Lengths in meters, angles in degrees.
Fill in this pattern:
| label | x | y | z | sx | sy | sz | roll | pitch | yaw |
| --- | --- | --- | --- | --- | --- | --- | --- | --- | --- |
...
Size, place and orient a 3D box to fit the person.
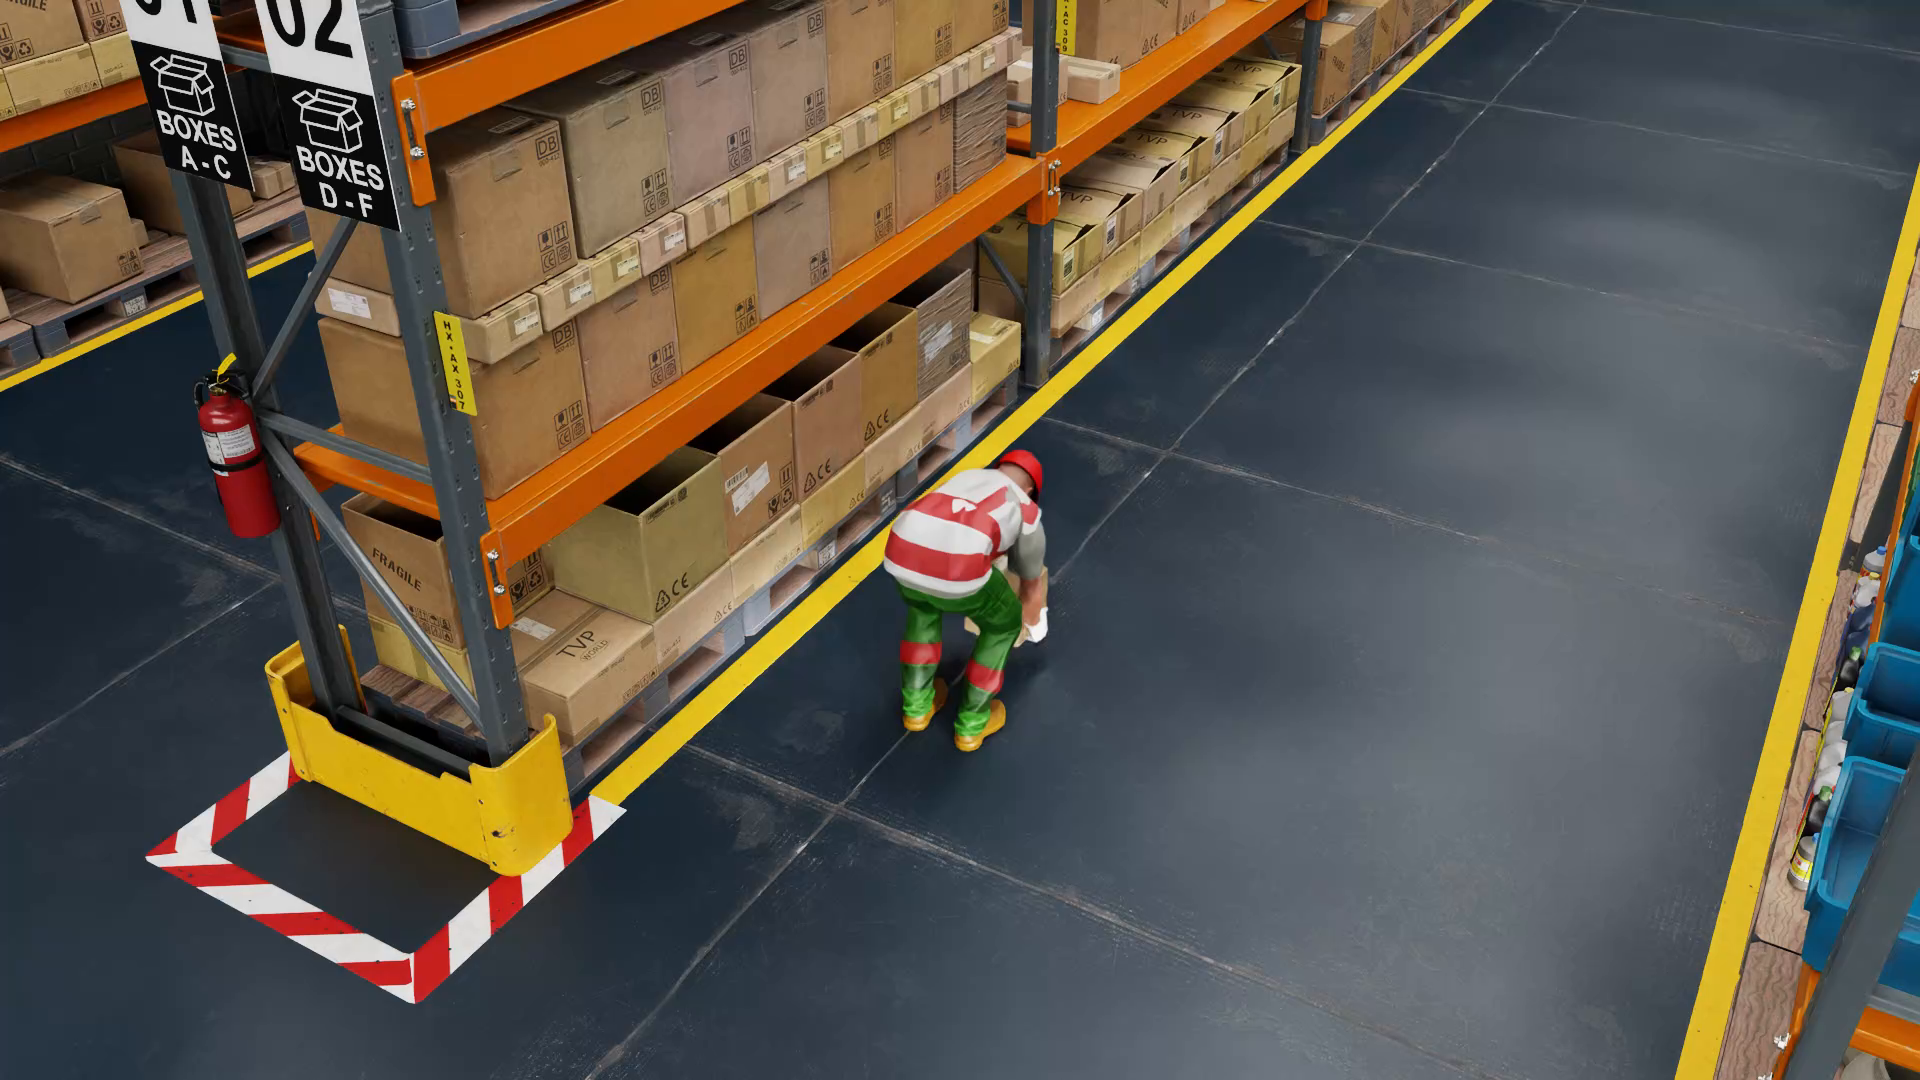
| label | x | y | z | sx | sy | sz | roll | pitch | yaw |
| --- | --- | --- | --- | --- | --- | --- | --- | --- | --- |
| person | 0.063 | 0.181 | 6.500 | 0.517 | 1.060 | 0.962 | 16 | 37 | 22 |
